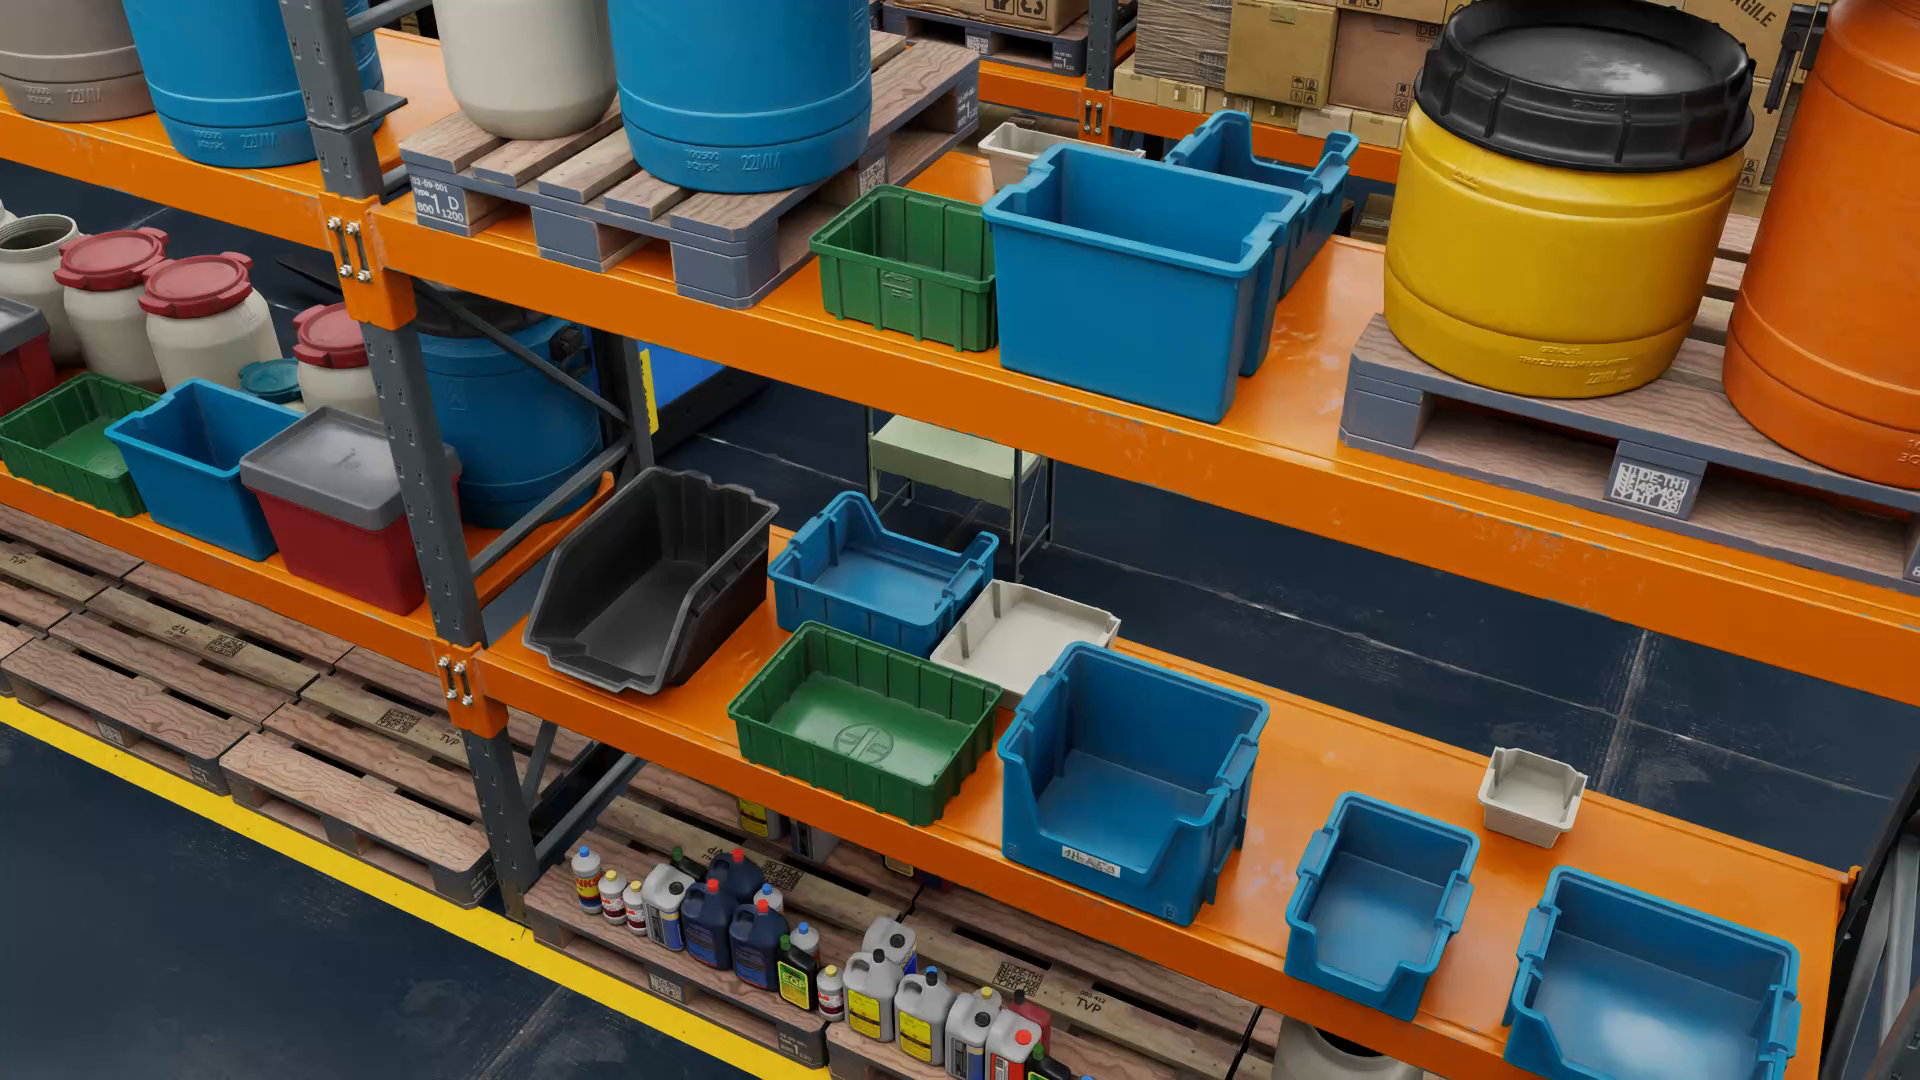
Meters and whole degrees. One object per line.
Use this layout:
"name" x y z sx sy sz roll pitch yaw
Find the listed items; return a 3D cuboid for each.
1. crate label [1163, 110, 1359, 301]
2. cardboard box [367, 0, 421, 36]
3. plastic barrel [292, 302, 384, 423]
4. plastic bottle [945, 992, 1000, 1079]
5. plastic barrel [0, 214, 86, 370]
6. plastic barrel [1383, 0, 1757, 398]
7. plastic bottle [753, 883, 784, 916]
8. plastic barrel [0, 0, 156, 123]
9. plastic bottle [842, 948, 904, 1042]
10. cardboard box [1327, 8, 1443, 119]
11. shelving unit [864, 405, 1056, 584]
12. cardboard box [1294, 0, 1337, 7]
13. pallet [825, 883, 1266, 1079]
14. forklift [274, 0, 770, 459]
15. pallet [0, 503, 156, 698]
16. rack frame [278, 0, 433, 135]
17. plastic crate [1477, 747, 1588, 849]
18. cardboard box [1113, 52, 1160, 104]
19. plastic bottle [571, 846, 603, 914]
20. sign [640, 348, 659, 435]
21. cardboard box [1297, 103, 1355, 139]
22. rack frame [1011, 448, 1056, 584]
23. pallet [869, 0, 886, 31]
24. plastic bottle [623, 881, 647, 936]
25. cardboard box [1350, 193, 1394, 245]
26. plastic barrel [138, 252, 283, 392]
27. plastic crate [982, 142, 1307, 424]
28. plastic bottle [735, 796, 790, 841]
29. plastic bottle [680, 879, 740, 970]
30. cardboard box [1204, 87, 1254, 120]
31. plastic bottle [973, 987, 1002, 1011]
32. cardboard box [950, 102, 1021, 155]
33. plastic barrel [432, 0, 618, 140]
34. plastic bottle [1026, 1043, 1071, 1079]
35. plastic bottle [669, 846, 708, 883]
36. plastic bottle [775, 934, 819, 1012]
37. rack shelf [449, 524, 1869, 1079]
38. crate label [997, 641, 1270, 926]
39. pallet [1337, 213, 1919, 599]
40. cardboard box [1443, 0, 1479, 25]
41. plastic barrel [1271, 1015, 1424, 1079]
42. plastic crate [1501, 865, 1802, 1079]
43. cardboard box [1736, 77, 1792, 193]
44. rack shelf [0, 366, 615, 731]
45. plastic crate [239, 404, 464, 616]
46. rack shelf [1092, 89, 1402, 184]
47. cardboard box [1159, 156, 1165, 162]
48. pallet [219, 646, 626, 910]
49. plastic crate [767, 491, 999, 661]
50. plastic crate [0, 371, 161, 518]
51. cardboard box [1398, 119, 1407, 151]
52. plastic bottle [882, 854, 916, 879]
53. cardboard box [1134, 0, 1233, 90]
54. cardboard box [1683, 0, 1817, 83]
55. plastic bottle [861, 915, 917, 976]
"crate label" 0.699 -0.812 3.981 0.408 0.251 0.502 17 41 21
"cardboard box" -3.220 -3.386 11.140 0.875 0.875 1.225 16 40 19
"plastic barrel" -2.091 -0.529 5.854 0.433 0.535 0.433 0 37 0
"plastic bottle" 0.042 1.532 5.140 0.135 0.276 0.152 16 40 20
"plastic barrel" -3.509 -0.959 6.440 0.421 0.512 0.421 0 37 0
"plastic barrel" 1.139 -0.665 3.161 0.600 0.588 0.600 0 37 0
"plastic bottle" -0.632 1.243 5.524 0.097 0.271 0.097 0 37 0
"plastic barrel" -2.475 -1.692 4.603 0.600 0.901 0.600 0 37 0
"plastic bottle" -0.272 1.407 5.243 0.185 0.351 0.144 17 40 21
"cardboard box" 2.224 -2.507 8.244 0.500 0.500 0.875 17 41 21
"shelving unit" 0.006 -0.596 7.294 0.755 1.500 0.431 17 41 21
"cardboard box" 1.663 -2.907 7.943 0.500 0.500 0.500 17 41 21
"pallet" 0.322 1.567 5.511 1.213 0.211 1.003 17 41 21
"forklift" -2.497 -2.239 8.276 3.031 2.935 1.130 23 43 27
"pallet" -4.224 0.144 7.386 1.213 0.211 1.003 17 41 21
"rack frame" -1.343 -2.481 3.575 0.127 3.000 1.000 17 41 21
"plastic crate" 1.563 0.705 4.559 0.250 0.136 0.298 17 41 21
"cardboard box" 0.988 -2.429 8.677 0.250 0.149 0.380 17 41 21
"plastic bottle" -1.261 1.144 5.654 0.097 0.271 0.097 0 37 0
"sign" -1.080 -0.494 5.690 0.005 0.325 0.100 17 41 21
"cardboard box" 1.868 -2.142 8.298 0.250 0.149 0.380 17 41 21
"rack frame" 0.331 -0.494 7.160 0.023 1.500 0.400 17 41 21
"pallet" -0.840 -3.258 9.719 1.213 0.211 1.003 17 41 21
"plastic bottle" -1.081 1.229 5.601 0.097 0.201 0.097 0 37 0
"cardboard box" 2.371 -1.504 8.970 0.500 0.500 0.500 14 39 18
"plastic barrel" -2.743 -0.733 6.122 0.433 0.535 0.433 0 37 0
"plastic crate" 0.378 -0.536 3.507 0.575 0.384 0.392 17 41 21
"plastic bottle" -0.704 0.891 5.923 0.185 0.351 0.144 17 41 21
"plastic bottle" -0.817 1.236 5.468 0.185 0.351 0.144 18 41 23
"cardboard box" 1.439 -2.298 8.504 0.250 0.149 0.380 17 41 21
"plastic bottle" 0.083 1.490 5.257 0.097 0.201 0.097 0 37 0
"cardboard box" -0.015 -2.255 9.943 0.500 0.500 0.700 17 40 21
"plastic barrel" -1.051 -1.272 4.025 0.421 0.512 0.421 0 37 0
"plastic bottle" 0.265 1.630 5.005 0.133 0.283 0.061 18 41 23
"plastic bottle" -0.913 1.157 5.627 0.133 0.283 0.061 17 41 21
"plastic bottle" -0.522 1.384 5.329 0.133 0.283 0.061 19 41 23
"rack shelf" 0.433 0.752 4.874 4.000 0.370 1.077 17 41 21
"crate label" 0.451 0.640 4.396 0.616 0.435 0.502 17 41 21
"pallet" 1.520 -0.381 3.446 1.213 0.211 1.003 17 41 21
"cardboard box" 2.555 -2.635 7.584 0.500 0.500 0.500 17 41 21
"plastic barrel" 1.145 1.563 4.920 0.421 0.512 0.421 0 37 0
"plastic crate" 1.627 1.102 3.941 0.616 0.251 0.499 17 41 21
"cardboard box" 3.512 -2.039 7.626 0.500 0.500 0.875 17 41 21
"rack shelf" -3.119 -0.361 6.339 4.000 0.370 1.077 17 41 21
"plastic crate" -1.913 -0.087 5.331 0.583 0.464 0.402 17 41 21
"rack shelf" 2.711 -1.908 8.377 4.000 0.370 1.077 17 41 21
"cardboard box" 1.272 -1.789 9.346 0.500 0.500 0.500 16 40 20
"pallet" -2.058 0.822 6.492 1.213 0.211 1.003 17 41 21
"plastic crate" -0.235 0.130 5.221 0.616 0.251 0.499 17 41 21
"plastic crate" -3.019 -0.339 5.891 0.662 0.188 0.450 17 41 21
"cardboard box" 2.326 -2.019 8.137 0.250 0.149 0.380 17 41 21
"plastic bottle" -0.205 1.045 5.775 0.133 0.283 0.061 17 41 21
"cardboard box" 1.306 -2.750 8.564 0.500 0.500 0.875 17 41 21
"cardboard box" 3.438 -2.351 7.210 0.500 0.500 0.500 17 41 21
"plastic bottle" -0.226 1.350 5.380 0.135 0.276 0.152 17 41 21
